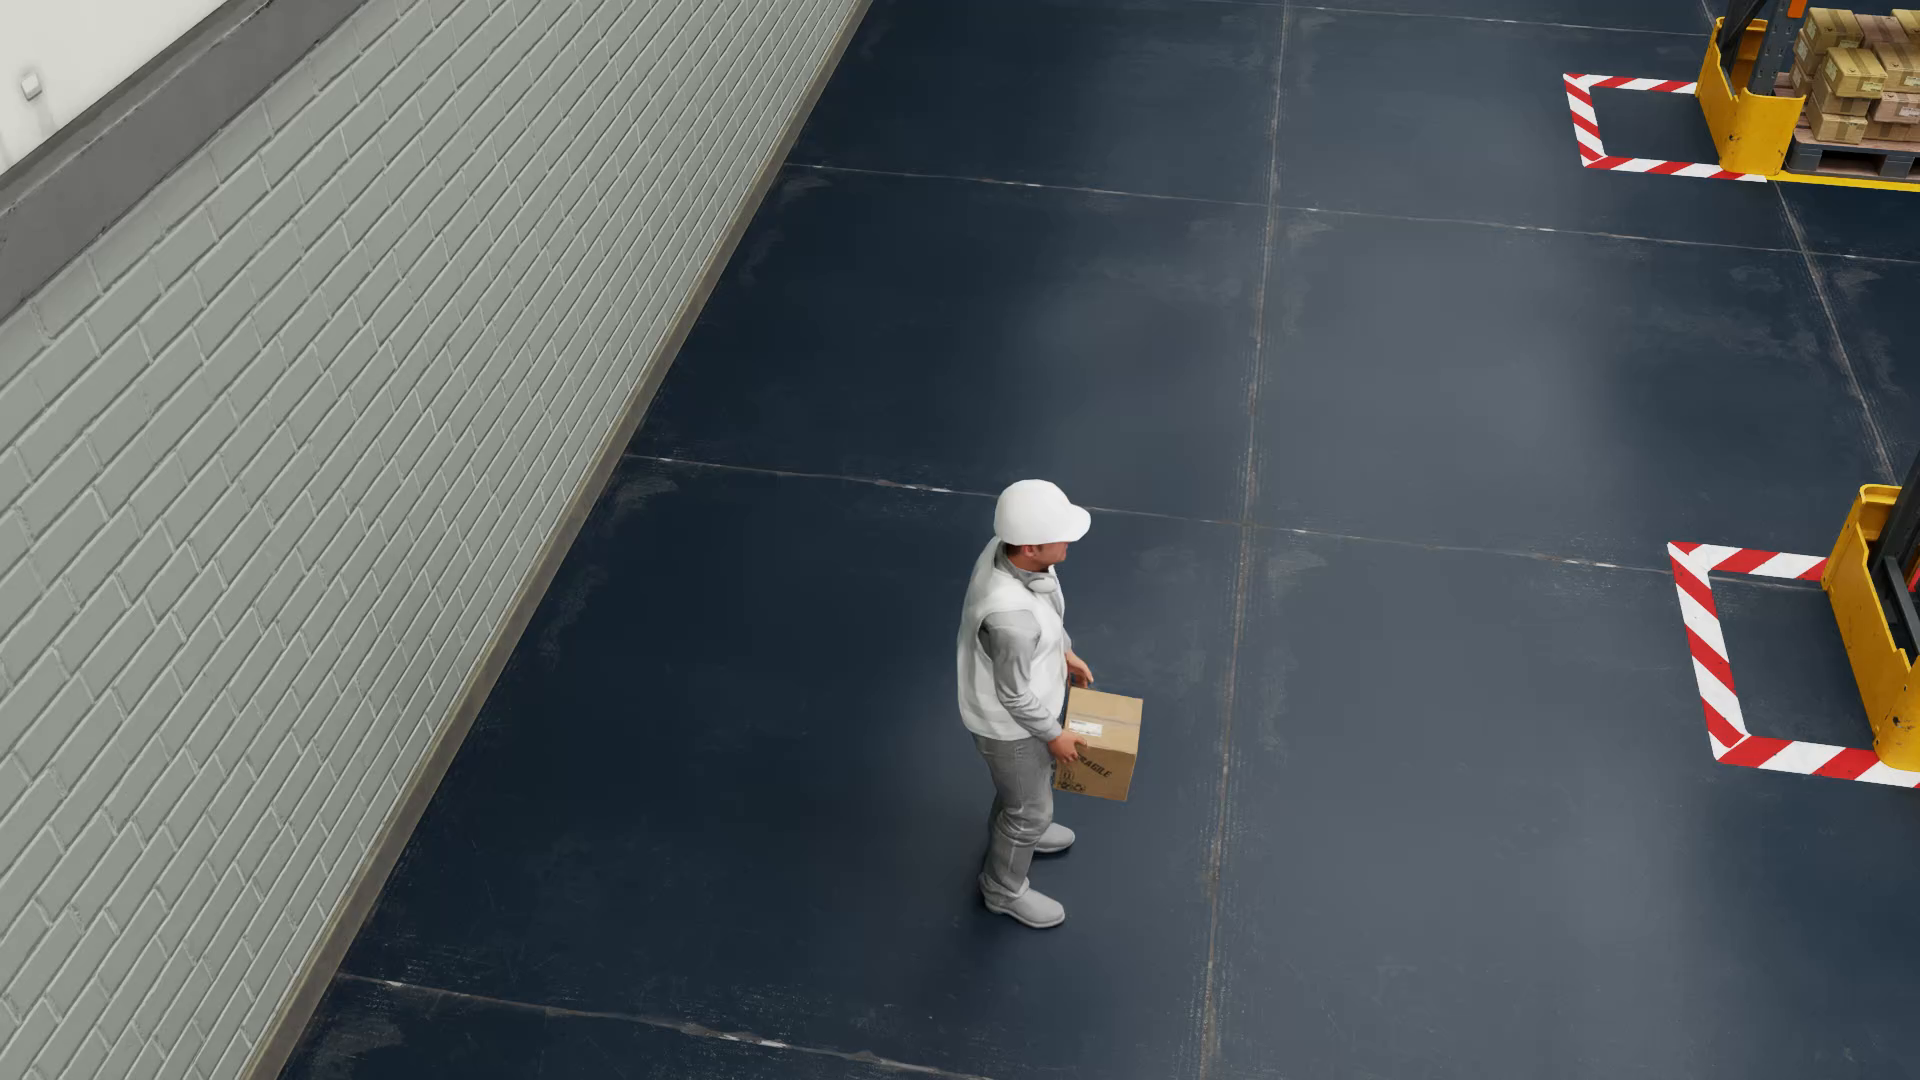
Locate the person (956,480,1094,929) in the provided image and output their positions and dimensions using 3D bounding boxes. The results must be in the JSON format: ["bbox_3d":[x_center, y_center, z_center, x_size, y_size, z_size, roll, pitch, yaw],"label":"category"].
[{"bbox_3d":[0.211,0.520,5.517,0.446,1.779,0.551,6,41,7],"label":"person"}]
